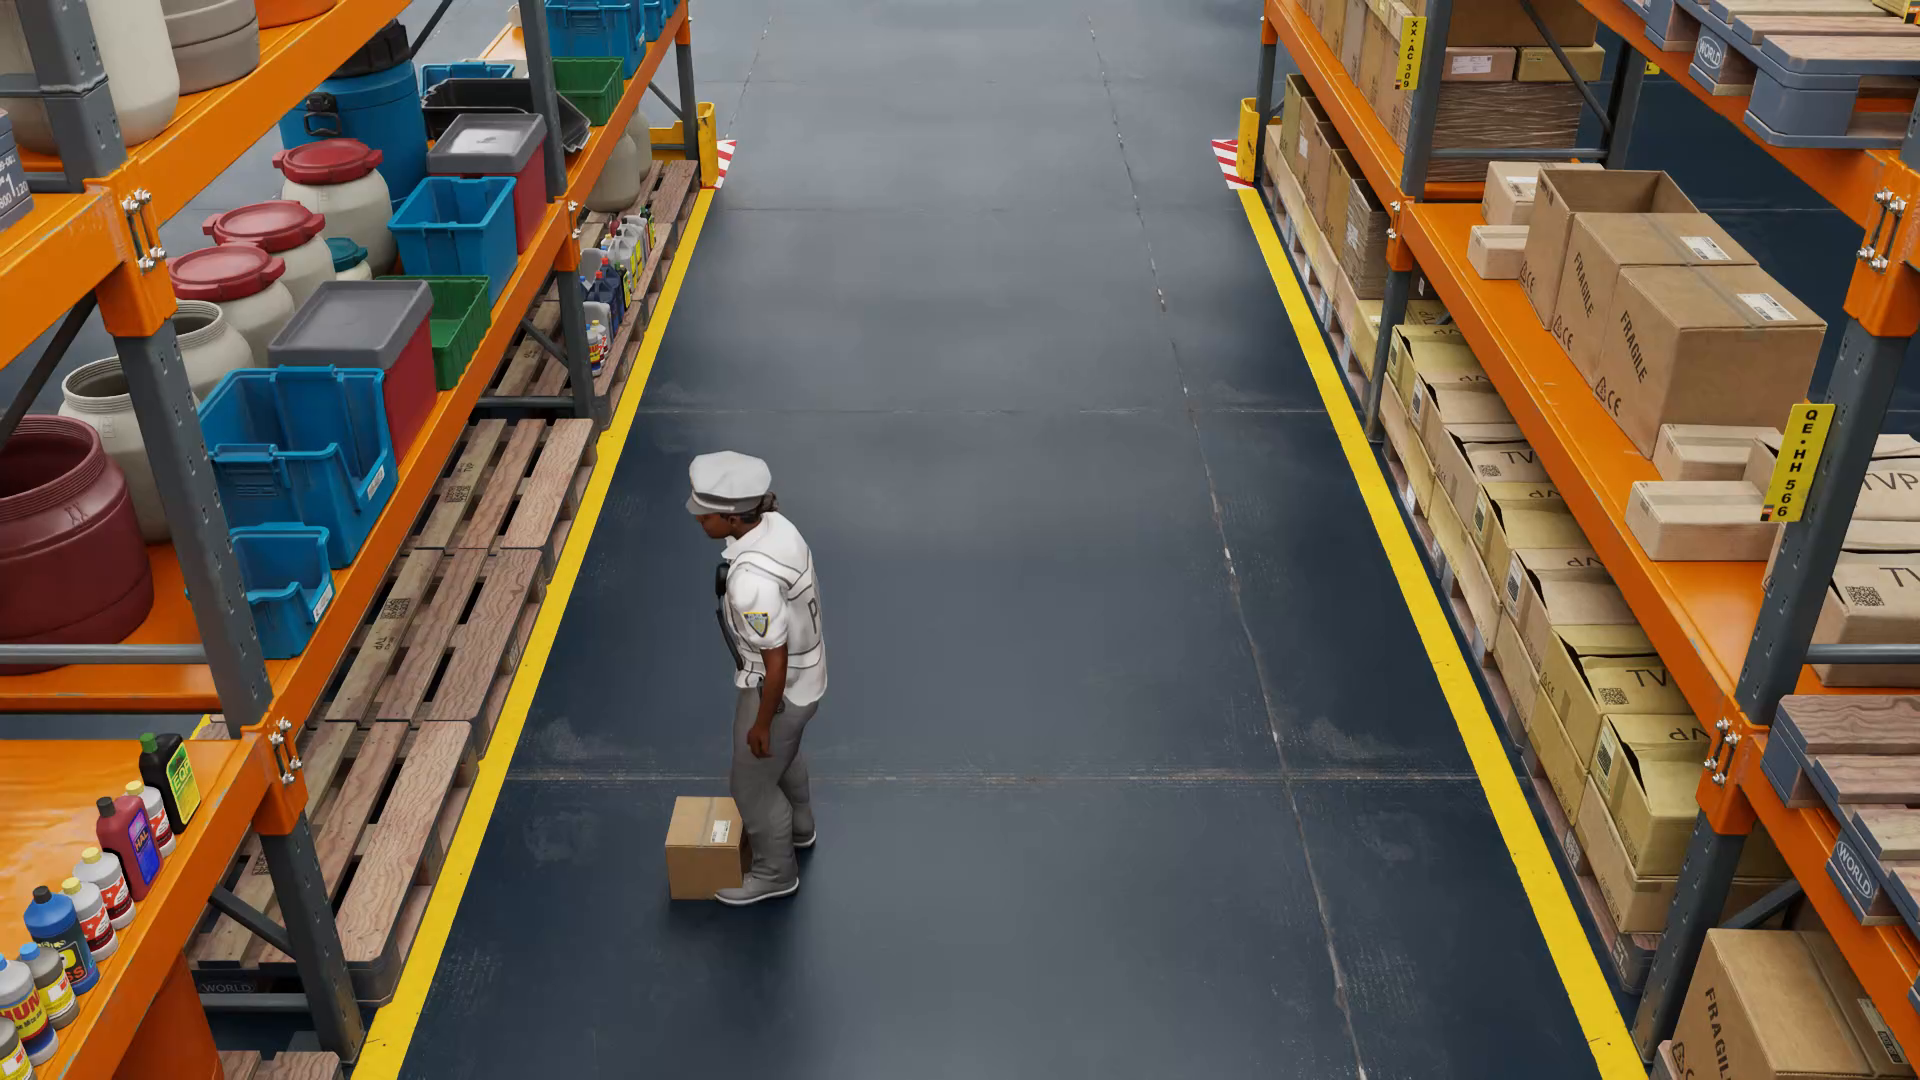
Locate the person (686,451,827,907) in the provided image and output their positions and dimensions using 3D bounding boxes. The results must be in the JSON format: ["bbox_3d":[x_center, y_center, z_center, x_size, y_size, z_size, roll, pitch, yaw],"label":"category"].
[{"bbox_3d":[-0.644,0.461,5.392,0.425,1.657,0.522,-2,32,-3],"label":"person"}]
